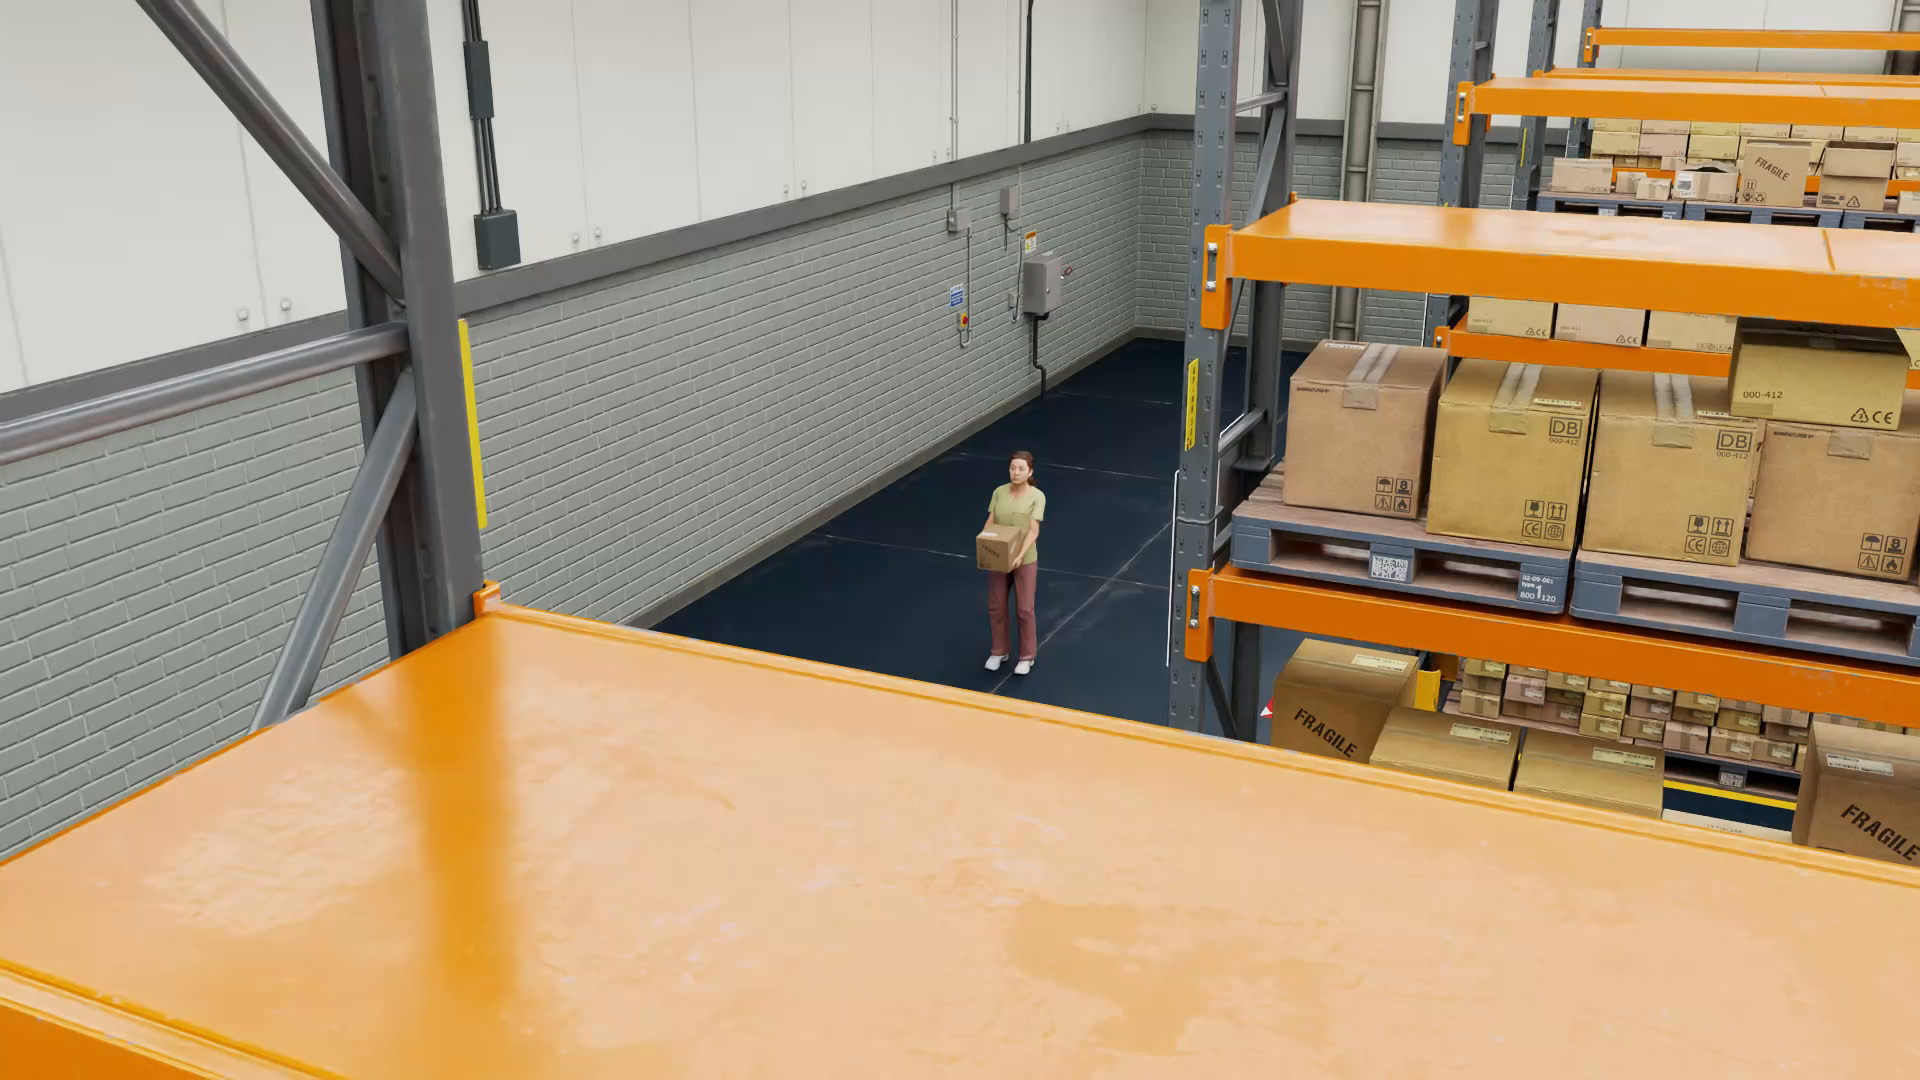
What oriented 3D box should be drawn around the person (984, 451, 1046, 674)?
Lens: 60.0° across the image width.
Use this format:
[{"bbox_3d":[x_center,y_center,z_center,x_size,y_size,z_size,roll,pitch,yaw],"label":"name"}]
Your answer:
[{"bbox_3d":[0.377,0.178,12.216,0.427,1.662,0.559,8,21,23],"label":"person"}]
